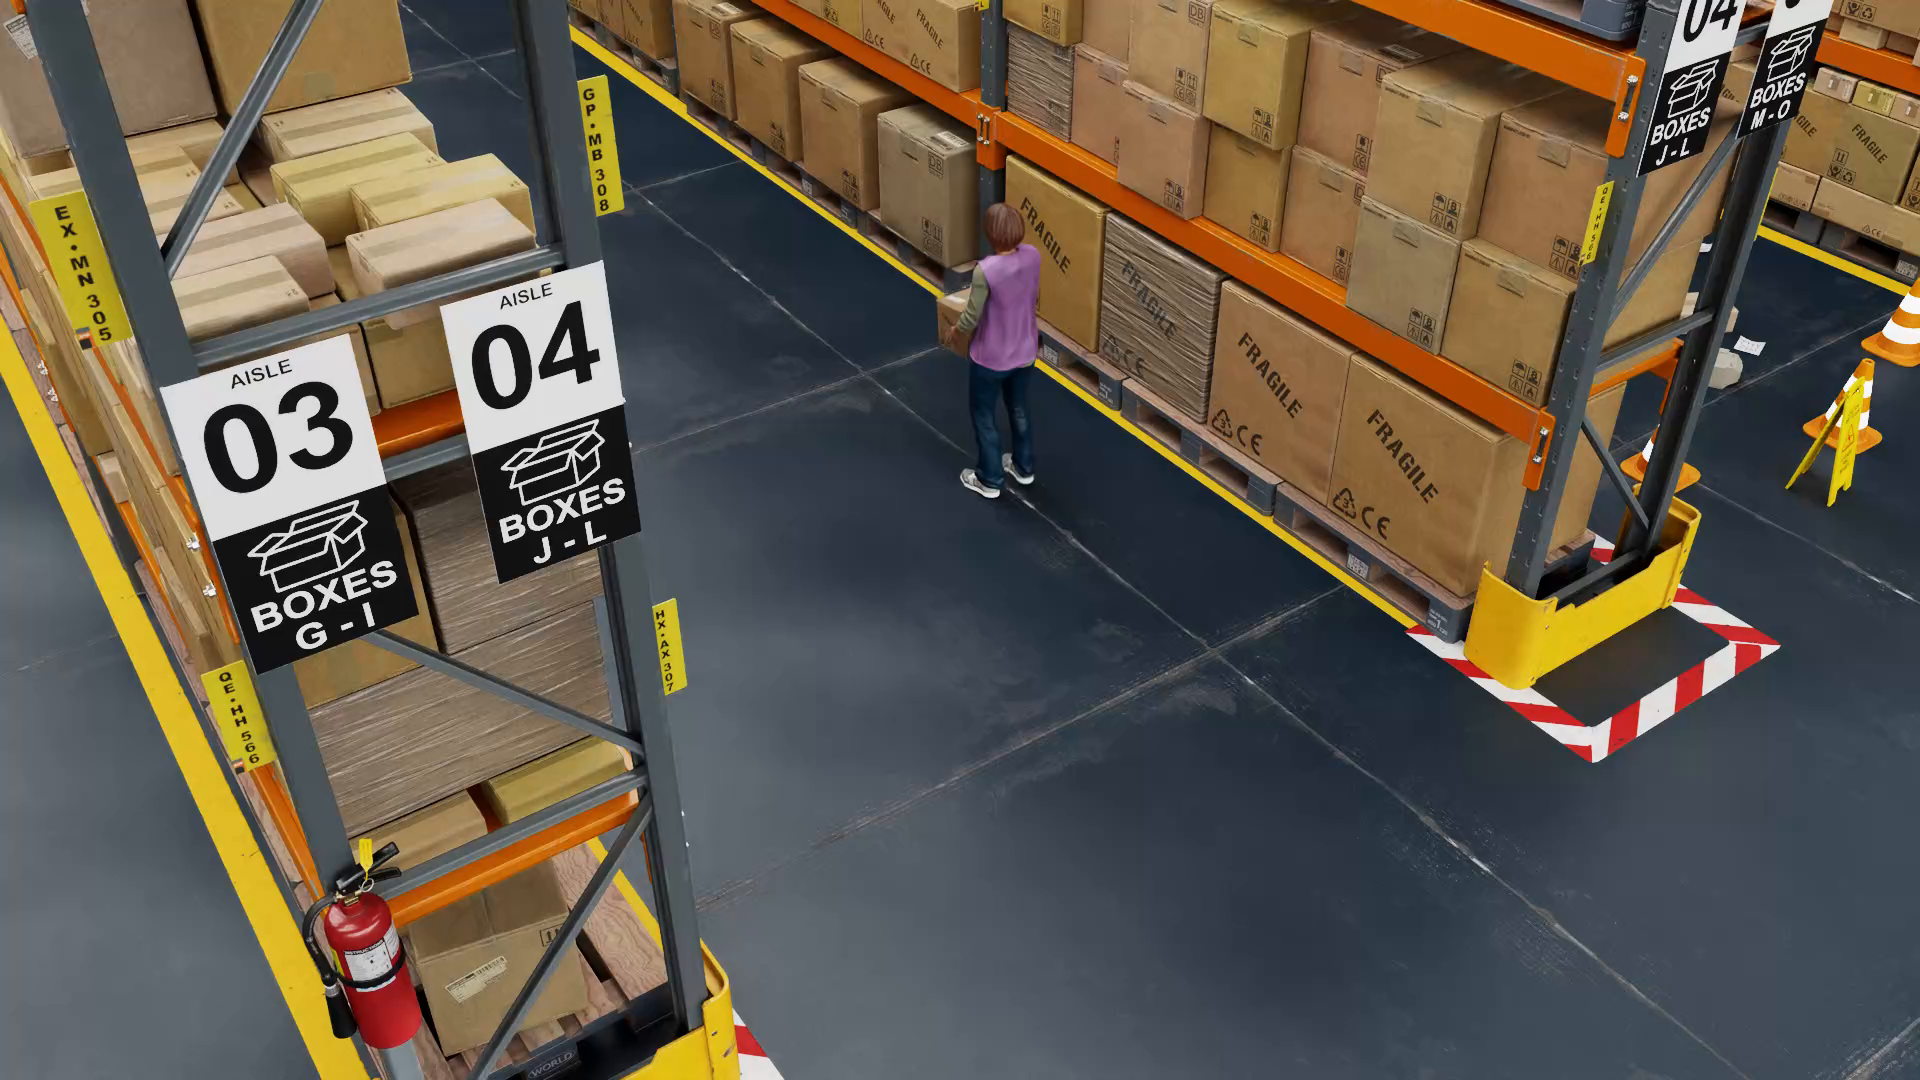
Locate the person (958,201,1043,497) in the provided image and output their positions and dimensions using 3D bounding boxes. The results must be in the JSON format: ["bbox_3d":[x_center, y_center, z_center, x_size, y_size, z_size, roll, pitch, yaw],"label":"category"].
[{"bbox_3d":[0.200,-0.923,8.242,0.471,1.590,0.348,-25,43,-29],"label":"person"}]
